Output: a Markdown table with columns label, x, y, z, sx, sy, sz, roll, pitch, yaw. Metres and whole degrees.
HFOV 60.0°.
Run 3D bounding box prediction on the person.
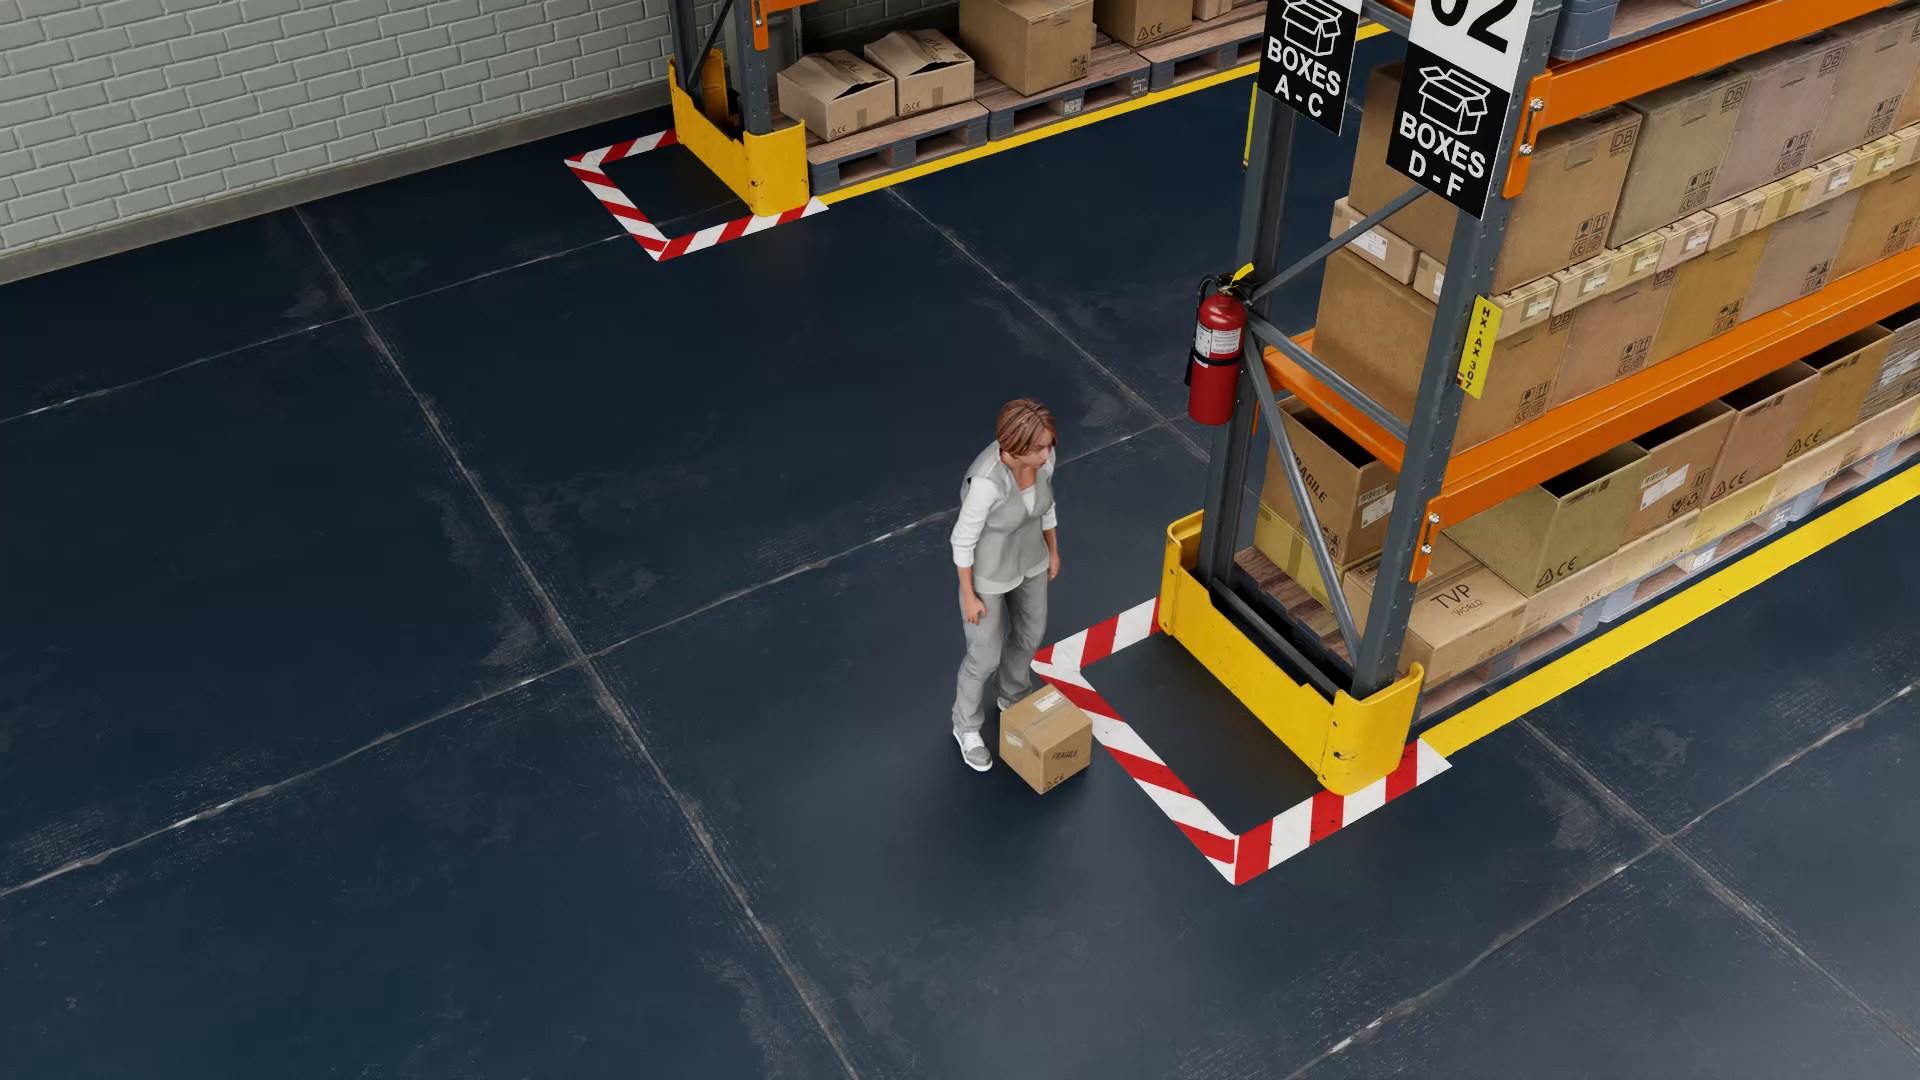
| label | x | y | z | sx | sy | sz | roll | pitch | yaw |
| --- | --- | --- | --- | --- | --- | --- | --- | --- | --- |
| person | 0.166 | 0.127 | 6.022 | 0.486 | 1.593 | 0.344 | -29 | 49 | -29 |
